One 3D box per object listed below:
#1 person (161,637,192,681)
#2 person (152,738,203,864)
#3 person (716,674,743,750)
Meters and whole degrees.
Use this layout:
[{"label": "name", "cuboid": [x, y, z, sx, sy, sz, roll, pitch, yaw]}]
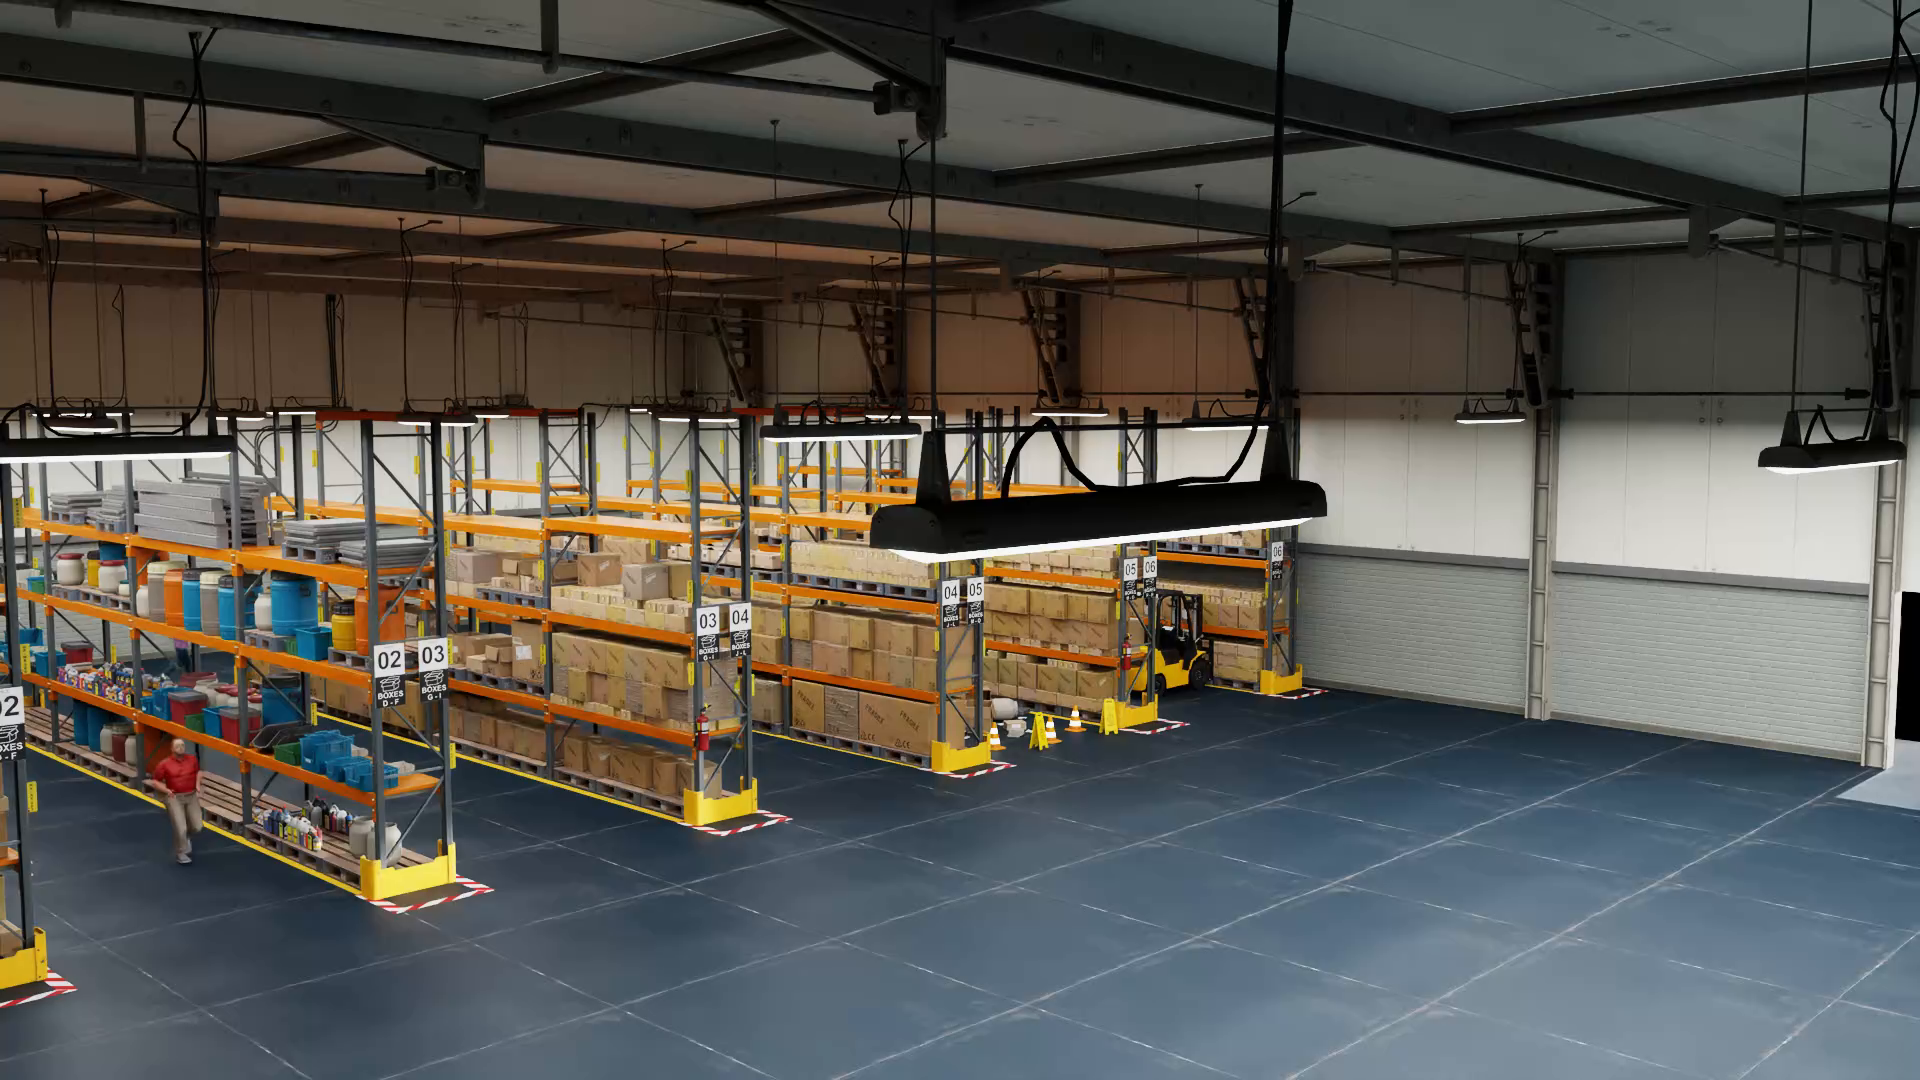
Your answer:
[{"label": "person", "cuboid": [-16.827, 2.338, 35.903, 0.877, 1.558, 0.548, -4, 7, -41]}, {"label": "person", "cuboid": [-10.524, 3.512, 22.443, 0.626, 1.660, 0.646, 5, 7, 44]}, {"label": "person", "cuboid": [-4.152, 2.849, 29.688, 0.771, 1.745, 0.699, 3, 6, 34]}]
